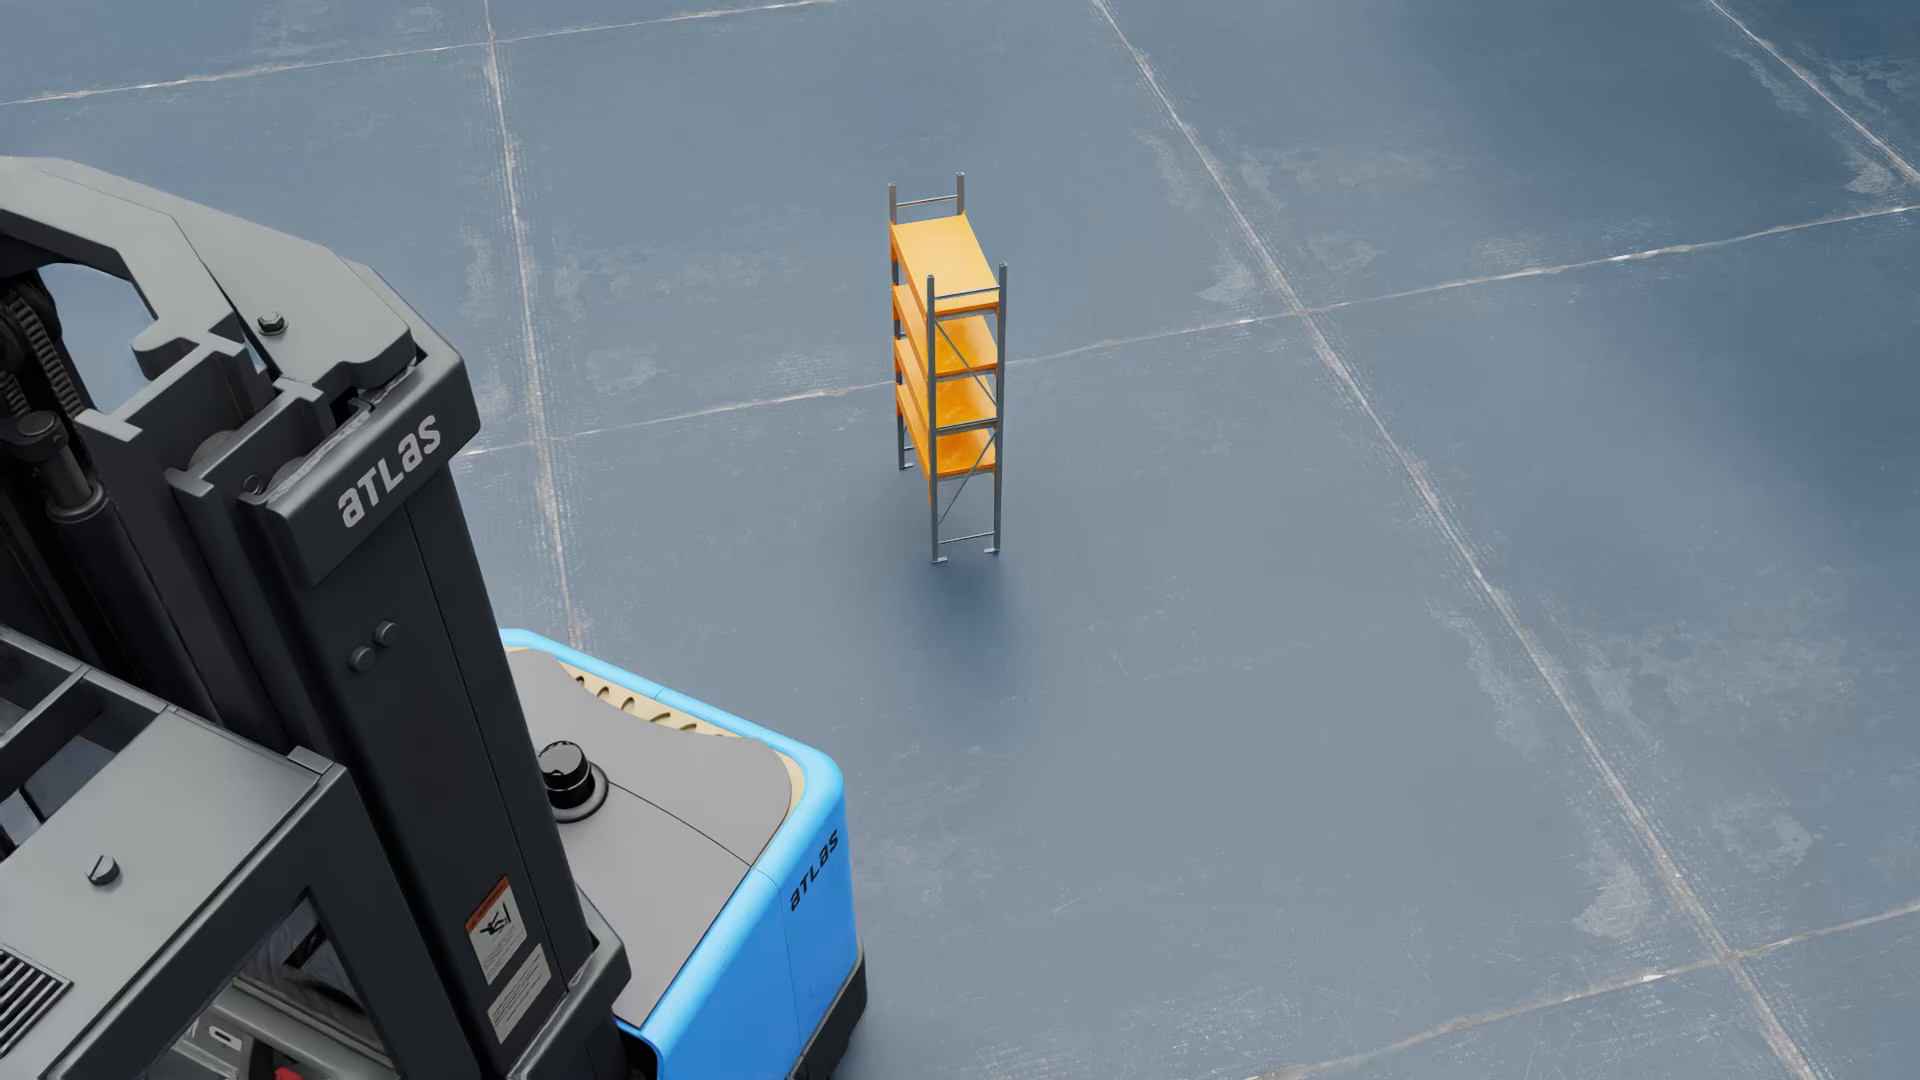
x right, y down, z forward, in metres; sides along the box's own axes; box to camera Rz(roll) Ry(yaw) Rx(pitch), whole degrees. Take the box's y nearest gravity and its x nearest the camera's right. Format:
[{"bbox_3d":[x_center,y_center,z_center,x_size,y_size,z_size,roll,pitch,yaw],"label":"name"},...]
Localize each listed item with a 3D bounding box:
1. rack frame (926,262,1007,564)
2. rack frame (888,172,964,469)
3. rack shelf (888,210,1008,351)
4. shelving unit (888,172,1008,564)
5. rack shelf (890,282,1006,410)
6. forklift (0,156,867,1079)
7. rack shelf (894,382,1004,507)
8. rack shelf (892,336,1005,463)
[{"bbox_3d":[0.020,-0.366,5.268,0.240,1.200,0.015,-11,47,-10],"label":"rack frame"},{"bbox_3d":[-0.105,-0.703,5.599,0.240,1.200,0.015,-11,47,-10],"label":"rack frame"},{"bbox_3d":[-0.042,-0.809,5.153,0.258,0.148,0.480,-11,47,-10],"label":"rack shelf"},{"bbox_3d":[-0.042,-0.534,5.433,0.258,1.200,0.503,-11,47,-10],"label":"shelving unit"},{"bbox_3d":[-0.042,-0.644,5.322,0.258,0.148,0.480,-11,47,-10],"label":"rack shelf"},{"bbox_3d":[-1.357,1.015,2.703,1.130,2.935,3.031,20,49,18],"label":"forklift"},{"bbox_3d":[-0.042,-0.348,5.623,0.258,0.148,0.480,-11,47,-10],"label":"rack shelf"},{"bbox_3d":[-0.042,-0.487,5.482,0.258,0.148,0.480,-11,47,-10],"label":"rack shelf"}]
